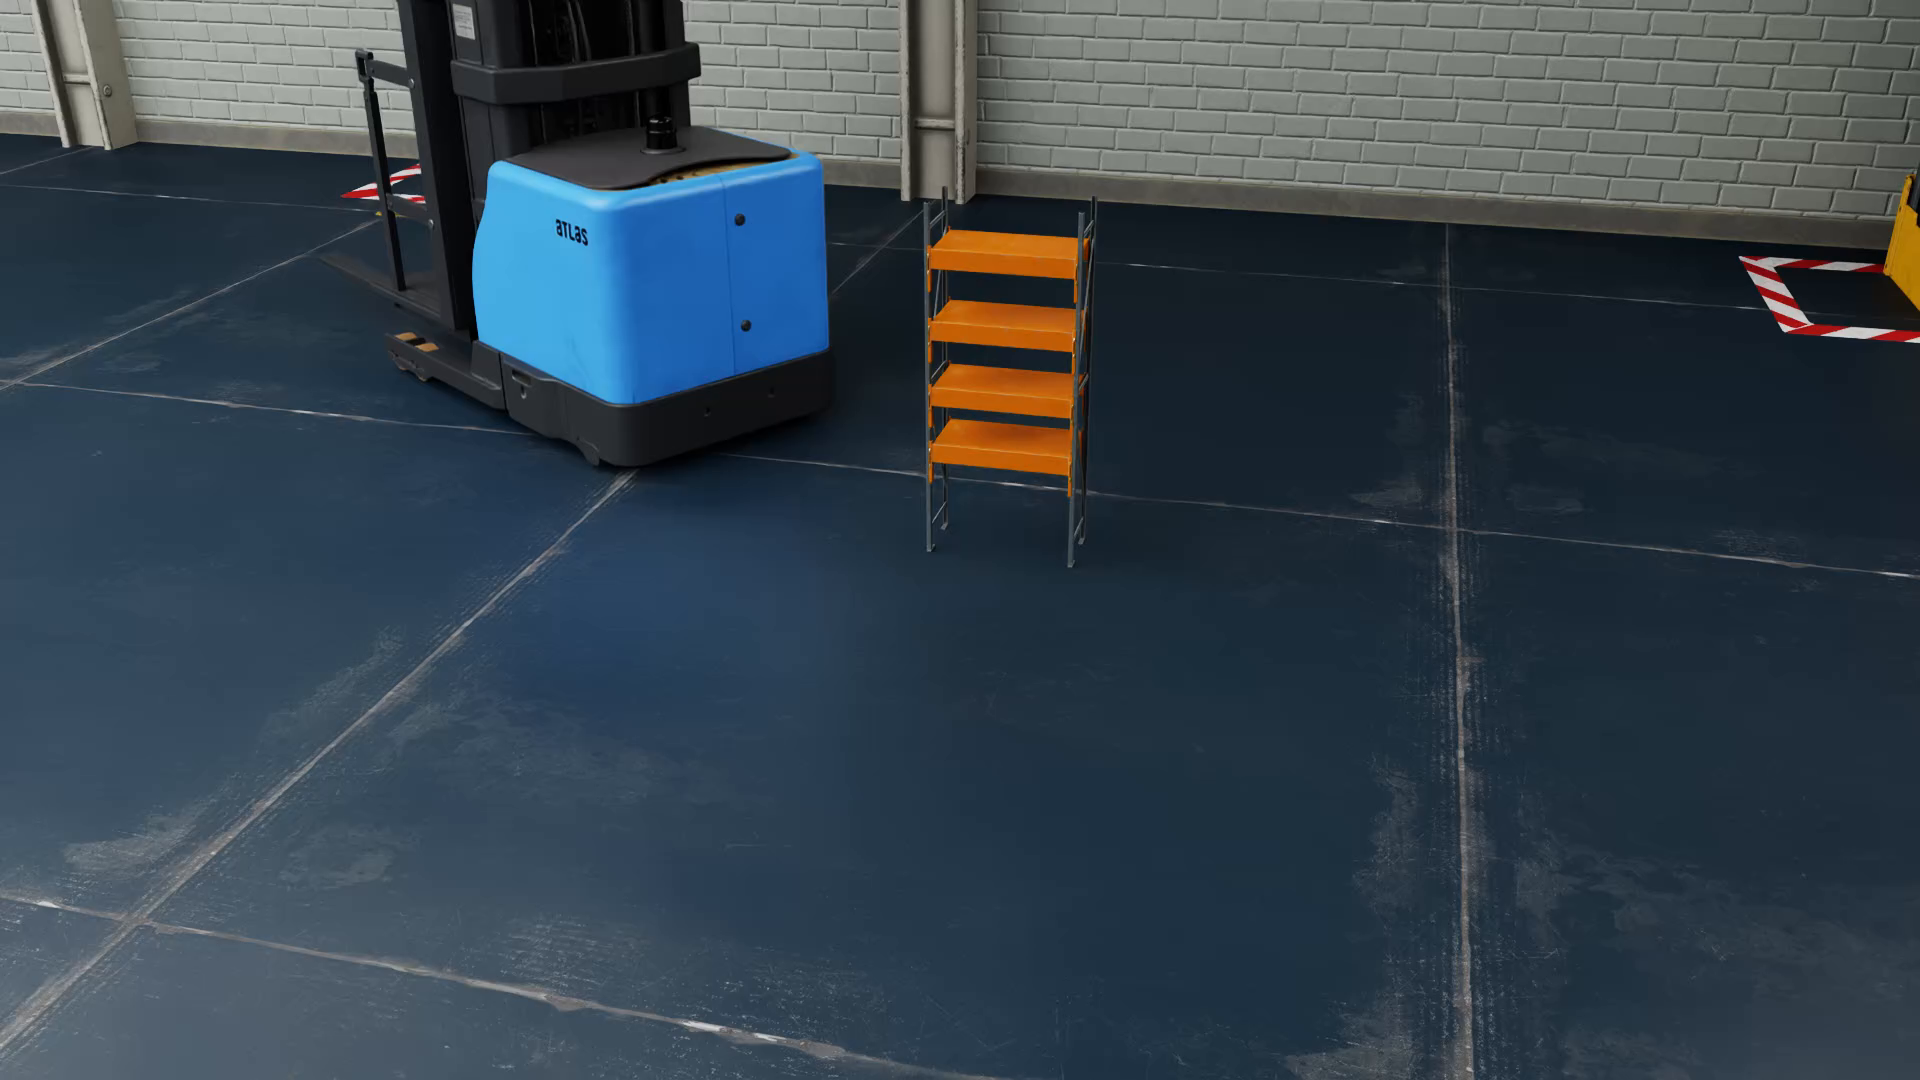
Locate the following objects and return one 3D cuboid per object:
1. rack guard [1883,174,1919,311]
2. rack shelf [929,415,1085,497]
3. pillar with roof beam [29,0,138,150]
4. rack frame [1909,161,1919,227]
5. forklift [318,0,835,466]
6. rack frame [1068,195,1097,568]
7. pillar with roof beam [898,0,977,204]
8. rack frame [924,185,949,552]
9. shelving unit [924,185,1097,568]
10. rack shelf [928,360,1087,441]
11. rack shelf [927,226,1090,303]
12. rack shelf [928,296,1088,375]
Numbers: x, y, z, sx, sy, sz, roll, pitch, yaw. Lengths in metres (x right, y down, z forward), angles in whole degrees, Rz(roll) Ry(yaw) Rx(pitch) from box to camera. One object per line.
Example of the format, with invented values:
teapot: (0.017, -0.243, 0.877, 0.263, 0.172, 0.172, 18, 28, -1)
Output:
rack guard: (4.863, -1.392, 8.092, 0.348, 0.500, 1.175, 6, 26, 13)
rack shelf: (0.160, -0.284, 5.569, 0.480, 0.148, 0.258, 6, 26, 13)
pillar with roof beam: (-7.011, -5.015, 5.815, 0.400, 9.000, 9.100, 6, 26, 13)
rack frame: (4.790, -2.528, 7.571, 0.127, 3.000, 1.000, 6, 26, 13)
forklift: (-1.878, -2.140, 6.836, 1.130, 2.935, 3.031, -22, 33, -38)
rack frame: (0.397, -0.498, 5.400, 0.015, 1.200, 0.240, 6, 26, 13)
pillar with roof beam: (-1.200, -4.372, 4.465, 0.400, 9.000, 9.100, 6, 26, 13)
rack frame: (-0.076, -0.550, 5.510, 0.015, 1.200, 0.240, 6, 26, 13)
shelving unit: (0.160, -0.524, 5.455, 0.503, 1.200, 0.258, 6, 26, 13)
rack shelf: (0.160, -0.463, 5.484, 0.480, 0.148, 0.258, 6, 26, 13)
rack shelf: (0.160, -0.879, 5.286, 0.480, 0.148, 0.258, 6, 26, 13)
rack shelf: (0.160, -0.665, 5.388, 0.480, 0.148, 0.258, 6, 26, 13)
